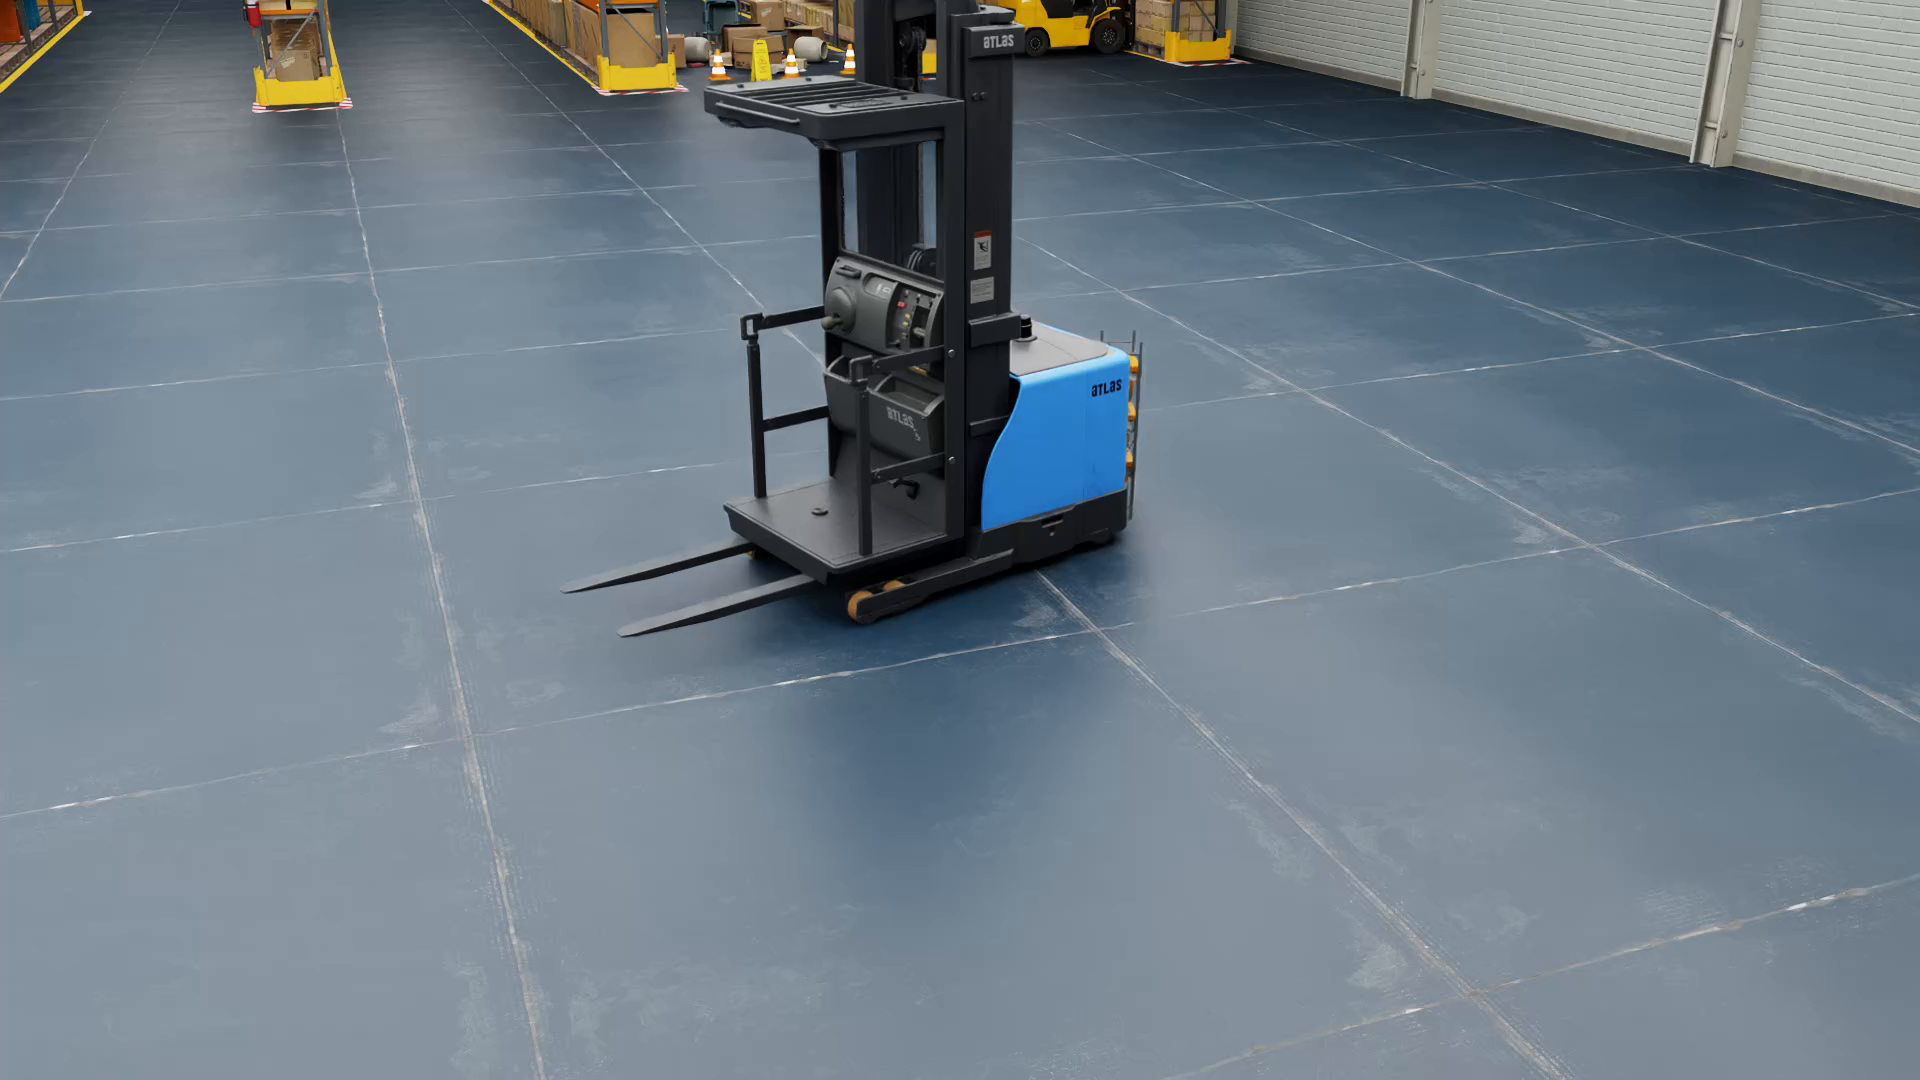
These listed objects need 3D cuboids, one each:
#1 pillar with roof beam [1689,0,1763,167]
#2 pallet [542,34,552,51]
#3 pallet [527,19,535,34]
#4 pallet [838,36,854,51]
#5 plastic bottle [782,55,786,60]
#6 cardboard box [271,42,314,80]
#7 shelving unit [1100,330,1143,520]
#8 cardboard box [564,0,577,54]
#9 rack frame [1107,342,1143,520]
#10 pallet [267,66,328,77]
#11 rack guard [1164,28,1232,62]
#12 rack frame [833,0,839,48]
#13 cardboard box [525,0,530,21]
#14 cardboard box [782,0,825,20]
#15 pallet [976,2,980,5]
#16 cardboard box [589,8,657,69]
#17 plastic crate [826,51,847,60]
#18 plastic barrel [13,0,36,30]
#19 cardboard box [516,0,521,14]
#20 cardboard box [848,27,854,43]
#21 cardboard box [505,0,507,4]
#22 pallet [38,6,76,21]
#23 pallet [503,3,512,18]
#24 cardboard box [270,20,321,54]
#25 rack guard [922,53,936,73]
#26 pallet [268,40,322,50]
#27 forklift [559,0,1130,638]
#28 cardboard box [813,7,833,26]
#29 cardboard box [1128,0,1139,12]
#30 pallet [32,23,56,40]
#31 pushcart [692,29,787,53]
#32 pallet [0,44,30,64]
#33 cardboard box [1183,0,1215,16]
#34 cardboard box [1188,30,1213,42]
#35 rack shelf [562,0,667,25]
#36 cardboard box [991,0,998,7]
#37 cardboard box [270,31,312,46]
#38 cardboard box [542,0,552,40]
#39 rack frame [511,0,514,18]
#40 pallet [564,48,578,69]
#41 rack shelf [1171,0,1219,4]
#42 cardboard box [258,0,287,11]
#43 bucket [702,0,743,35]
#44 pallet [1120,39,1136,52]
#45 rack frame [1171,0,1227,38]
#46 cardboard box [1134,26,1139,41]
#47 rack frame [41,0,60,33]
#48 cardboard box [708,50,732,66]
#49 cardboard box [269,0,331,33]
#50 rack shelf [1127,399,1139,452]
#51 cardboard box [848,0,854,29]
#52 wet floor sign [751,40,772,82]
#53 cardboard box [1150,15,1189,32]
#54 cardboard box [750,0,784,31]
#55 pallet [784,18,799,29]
[{"bbox_3d":[4.994,-8.074,16.821,9.100,9.000,0.400,-8,24,-19],"label":"pillar with roof beam"},{"bbox_3d":[-7.244,-9.368,31.205,1.003,0.211,1.213,-8,24,-19],"label":"pallet"},{"bbox_3d":[-8.153,-10.392,33.634,1.003,0.211,1.213,-8,24,-19],"label":"pallet"},{"bbox_3d":[-1.600,-9.131,30.642,1.003,0.211,1.213,-8,24,-19],"label":"pallet"},{"bbox_3d":[-3.169,-8.575,29.516,0.133,0.061,0.283,-4,23,-10],"label":"plastic bottle"},{"bbox_3d":[-10.177,-7.325,25.446,0.500,0.500,0.500,-2,23,-5],"label":"cardboard box"},{"bbox_3d":[0.887,-0.648,9.432,0.215,1.050,0.252,0,23,-4],"label":"shelving unit"},{"bbox_3d":[-6.309,-8.916,28.736,0.875,0.875,0.875,-8,24,-18],"label":"cardboard box"},{"bbox_3d":[0.895,-0.601,9.319,0.200,1.050,0.008,0,23,-4],"label":"rack frame"},{"bbox_3d":[-10.436,-7.327,26.363,1.003,0.211,1.213,-8,24,-19],"label":"pallet"},{"bbox_3d":[4.193,-8.724,29.304,1.175,0.500,0.348,-8,24,-19],"label":"rack guard"},{"bbox_3d":[-1.871,-10.655,30.668,1.000,3.000,0.127,-8,24,-19],"label":"rack frame"},{"bbox_3d":[-8.536,-10.827,33.753,0.500,0.500,0.500,-7,24,-17],"label":"cardboard box"},{"bbox_3d":[-3.093,-10.884,34.055,0.950,0.372,0.625,-10,25,-23],"label":"cardboard box"},{"bbox_3d":[0.703,-12.225,37.983,1.003,0.211,1.213,-8,24,-19],"label":"pallet"},{"bbox_3d":[-5.354,-7.938,26.416,0.875,0.875,0.875,-8,24,-19],"label":"cardboard box"},{"bbox_3d":[-2.083,-8.627,29.615,0.402,0.080,0.583,-18,29,-37],"label":"plastic crate"},{"bbox_3d":[-18.175,-10.292,31.967,0.600,0.901,0.708,-8,24,-19],"label":"plastic barrel"},{"bbox_3d":[-9.090,-11.391,35.091,0.500,0.500,0.500,-7,24,-17],"label":"cardboard box"},{"bbox_3d":[-1.716,-9.138,30.068,0.500,0.250,0.500,-7,24,-16],"label":"cardboard box"},{"bbox_3d":[-9.916,-12.015,37.024,0.380,0.149,0.250,-9,25,-21],"label":"cardboard box"},{"bbox_3d":[-19.759,-11.386,35.993,1.003,0.211,1.213,-8,24,-19],"label":"pallet"},{"bbox_3d":[-9.562,-11.800,36.975,1.003,0.211,1.213,-8,24,-19],"label":"pallet"},{"bbox_3d":[-11.338,-8.572,28.378,0.700,0.500,0.500,-10,25,-23],"label":"cardboard box"},{"bbox_3d":[-0.484,-8.077,27.771,1.175,0.500,0.348,-8,24,-19],"label":"rack guard"},{"bbox_3d":[-11.853,-8.737,29.708,1.003,0.211,1.213,-8,24,-19],"label":"pallet"},{"bbox_3d":[-0.554,-1.163,8.234,3.031,2.935,1.130,-17,28,-34],"label":"forklift"},{"bbox_3d":[-2.315,-10.089,32.167,0.950,0.372,0.625,-7,24,-16],"label":"cardboard box"},{"bbox_3d":[3.357,-9.763,30.263,0.500,0.250,0.500,-8,24,-18],"label":"cardboard box"},{"bbox_3d":[-18.368,-9.952,32.589,1.003,0.211,1.213,-8,24,-19],"label":"pallet"},{"bbox_3d":[-3.986,-9.116,30.392,1.648,0.377,0.936,-18,29,-37],"label":"pushcart"},{"bbox_3d":[-16.951,-8.497,29.139,1.003,0.211,1.213,-8,24,-19],"label":"pallet"},{"bbox_3d":[4.192,-9.472,29.573,0.500,0.250,0.500,-9,24,-20],"label":"cardboard box"},{"bbox_3d":[4.194,-9.016,29.778,0.500,0.250,0.500,-8,24,-19],"label":"cardboard box"},{"bbox_3d":[-5.759,-8.881,27.385,1.077,0.370,4.000,-8,24,-19],"label":"rack shelf"},{"bbox_3d":[1.008,-11.957,36.434,0.500,0.500,0.500,-8,24,-17],"label":"cardboard box"},{"bbox_3d":[-10.828,-7.979,26.997,0.500,0.500,0.500,-1,23,-2],"label":"cardboard box"},{"bbox_3d":[-7.106,-9.660,30.664,1.050,0.750,0.750,-8,24,-19],"label":"cardboard box"},{"bbox_3d":[-9.292,-12.846,35.866,1.000,3.000,0.127,-8,24,-19],"label":"rack frame"},{"bbox_3d":[-6.270,-8.367,28.830,1.003,0.211,1.213,-8,24,-19],"label":"pallet"},{"bbox_3d":[3.478,-10.279,30.703,1.077,0.370,4.000,-8,24,-19],"label":"rack shelf"},{"bbox_3d":[-10.022,-7.801,24.221,0.380,0.149,0.250,-8,24,-19],"label":"cardboard box"},{"bbox_3d":[-4.261,-9.398,29.943,0.726,0.611,0.620,0,13,-1],"label":"bucket"},{"bbox_3d":[3.448,-9.314,31.076,1.003,0.211,1.213,-8,24,-19],"label":"pallet"},{"bbox_3d":[4.185,-9.884,28.839,1.000,3.000,0.127,-8,24,-19],"label":"rack frame"},{"bbox_3d":[3.388,-9.303,30.460,0.500,0.250,0.500,-8,24,-18],"label":"cardboard box"},{"bbox_3d":[-18.601,-11.523,32.726,1.000,3.000,0.127,-8,24,-19],"label":"rack frame"},{"bbox_3d":[-4.135,-8.308,28.618,0.396,0.266,0.258,-4,23,-10],"label":"cardboard box"},{"bbox_3d":[-12.779,-10.217,31.823,1.225,0.875,0.875,-10,25,-21],"label":"cardboard box"},{"bbox_3d":[0.887,-0.639,9.436,0.215,0.259,0.240,0,23,-4],"label":"rack shelf"},{"bbox_3d":[-1.715,-9.483,29.921,0.500,0.500,0.500,-7,24,-17],"label":"cardboard box"},{"bbox_3d":[-3.190,-7.662,26.598,0.267,0.644,0.232,-13,26,-28],"label":"wet floor sign"},{"bbox_3d":[3.720,-9.175,29.512,0.500,0.250,0.500,-9,24,-20],"label":"cardboard box"},{"bbox_3d":[-3.525,-9.597,30.401,0.500,0.500,0.500,-8,24,-19],"label":"cardboard box"},{"bbox_3d":[-3.009,-10.539,33.984,1.003,0.211,1.213,-8,24,-19],"label":"pallet"}]
